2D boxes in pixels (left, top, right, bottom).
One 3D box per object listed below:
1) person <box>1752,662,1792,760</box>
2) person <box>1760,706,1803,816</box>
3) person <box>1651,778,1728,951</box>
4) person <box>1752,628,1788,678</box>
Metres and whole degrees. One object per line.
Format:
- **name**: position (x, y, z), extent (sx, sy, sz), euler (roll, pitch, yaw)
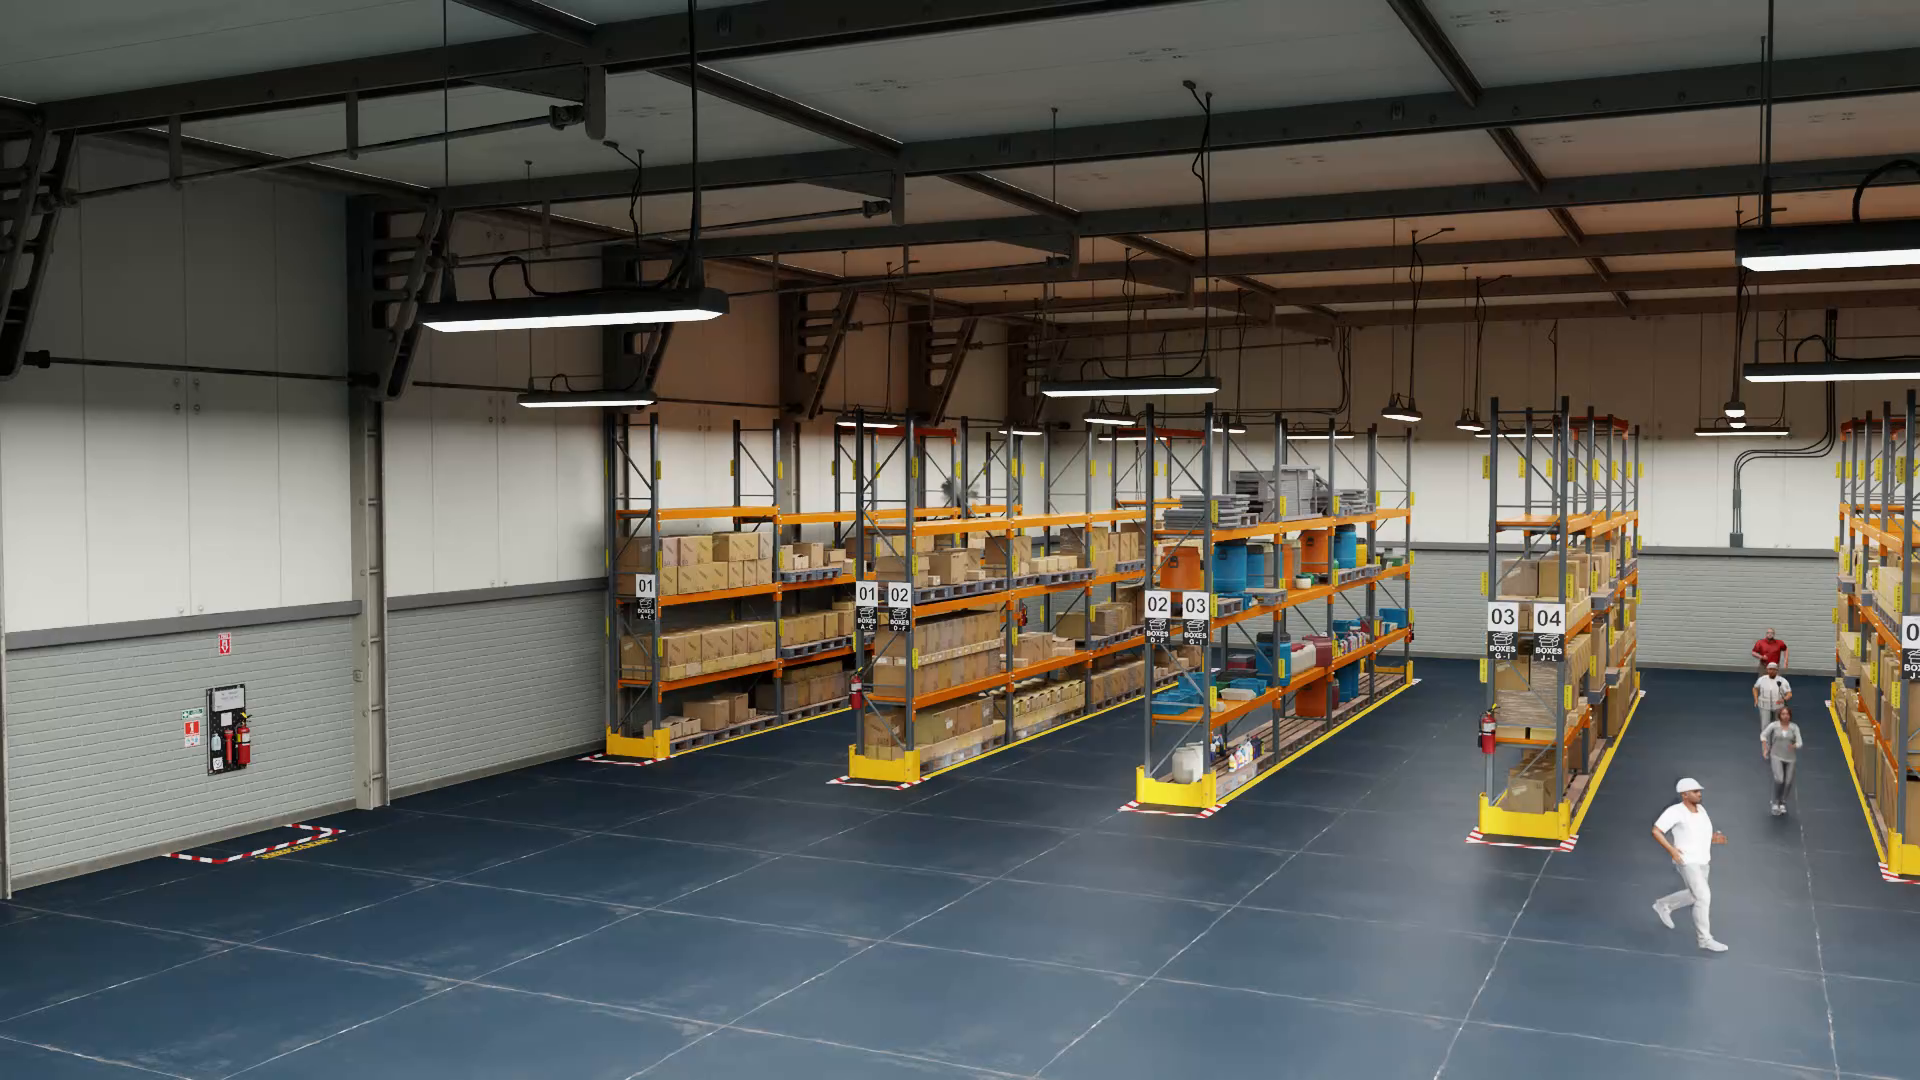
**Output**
- **person**: position (14.125, 2.950, 28.939), extent (0.628, 1.657, 0.886), euler (1, 3, 28)
- **person**: position (11.850, 3.190, 23.961), extent (0.508, 1.587, 0.657), euler (1, 2, 15)
- **person**: position (7.690, 3.381, 17.530), extent (0.712, 1.747, 0.932), euler (-2, 3, -34)
- **person**: position (16.728, 2.709, 34.353), extent (0.681, 1.802, 0.804), euler (1, 3, 25)
